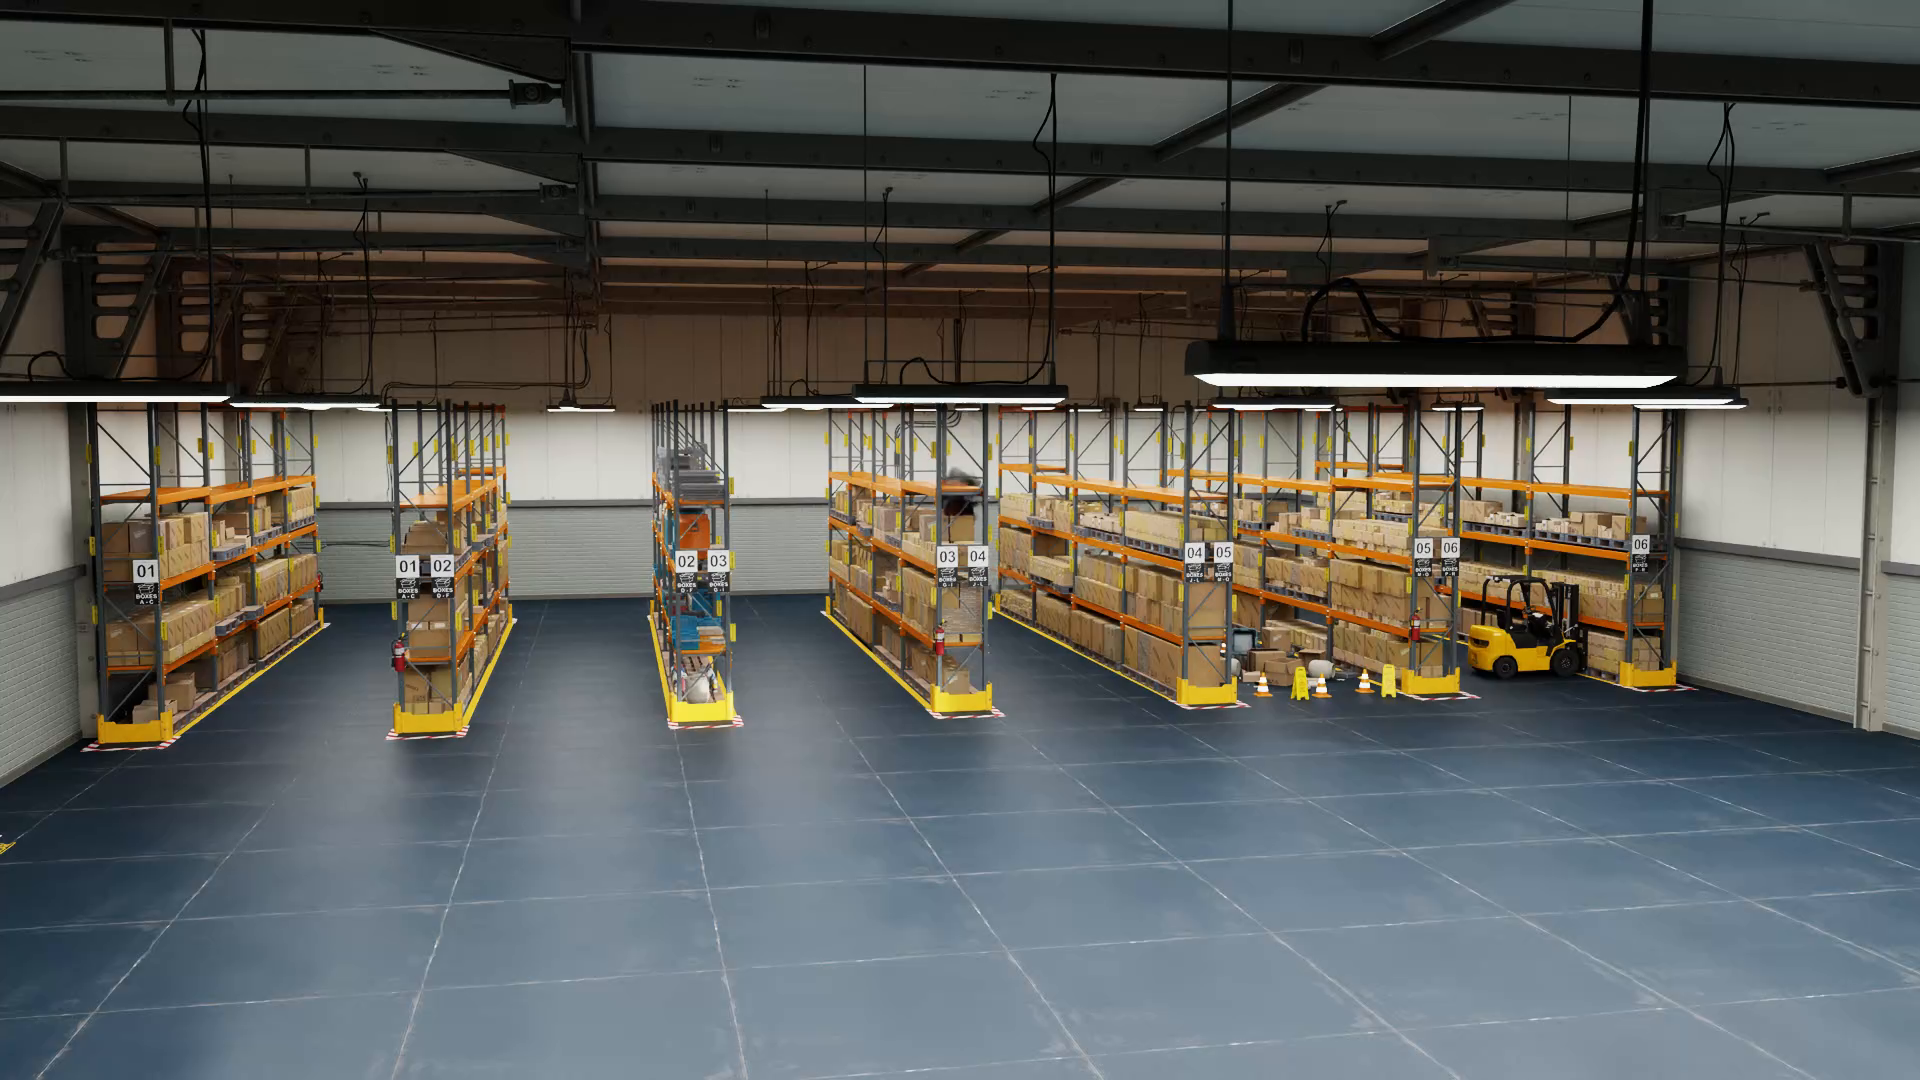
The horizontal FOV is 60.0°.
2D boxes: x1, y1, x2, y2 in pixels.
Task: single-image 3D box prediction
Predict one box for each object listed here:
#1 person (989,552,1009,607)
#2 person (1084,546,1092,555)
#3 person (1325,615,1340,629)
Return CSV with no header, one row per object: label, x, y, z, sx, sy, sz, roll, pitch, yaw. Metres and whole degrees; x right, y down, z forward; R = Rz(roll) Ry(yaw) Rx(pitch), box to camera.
person,1.252,1.116,49.678,0.792,1.810,0.707,-1,5,-17
person,3.918,1.020,51.580,0.558,1.652,0.574,-3,5,-35
person,9.710,1.601,43.018,0.643,1.744,0.570,-1,4,-17
